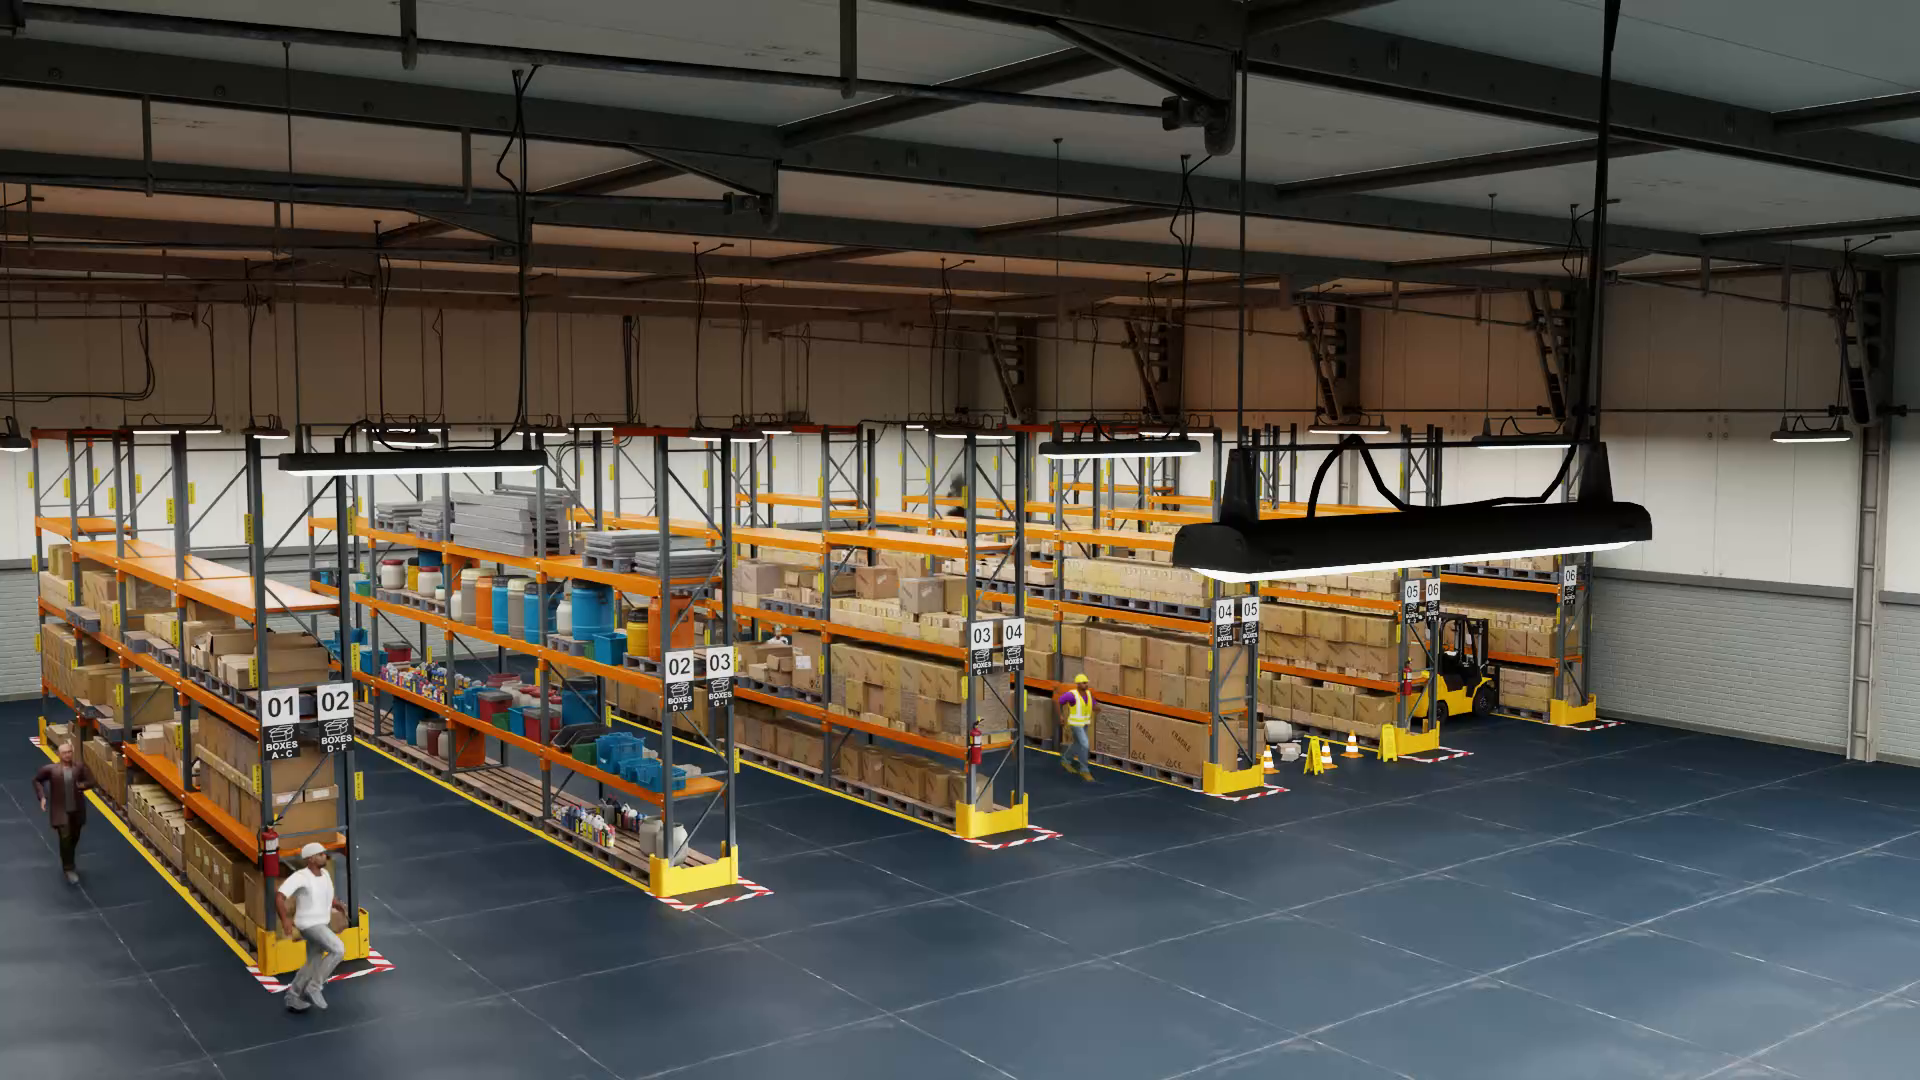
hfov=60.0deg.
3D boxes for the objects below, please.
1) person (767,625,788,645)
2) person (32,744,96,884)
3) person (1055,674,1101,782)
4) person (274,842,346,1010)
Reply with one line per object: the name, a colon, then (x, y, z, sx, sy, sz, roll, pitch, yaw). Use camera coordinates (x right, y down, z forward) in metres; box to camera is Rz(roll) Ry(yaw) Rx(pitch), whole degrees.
person: (-3.960, 2.677, 36.213, 0.613, 1.664, 0.562, -2, 5, -29)
person: (-12.072, 3.652, 22.490, 1.007, 1.801, 0.689, 4, 6, 45)
person: (2.041, 3.201, 28.543, 0.875, 1.821, 0.677, 4, 6, 44)
person: (-6.815, 4.069, 17.644, 0.661, 1.697, 0.720, 0, 4, 3)
